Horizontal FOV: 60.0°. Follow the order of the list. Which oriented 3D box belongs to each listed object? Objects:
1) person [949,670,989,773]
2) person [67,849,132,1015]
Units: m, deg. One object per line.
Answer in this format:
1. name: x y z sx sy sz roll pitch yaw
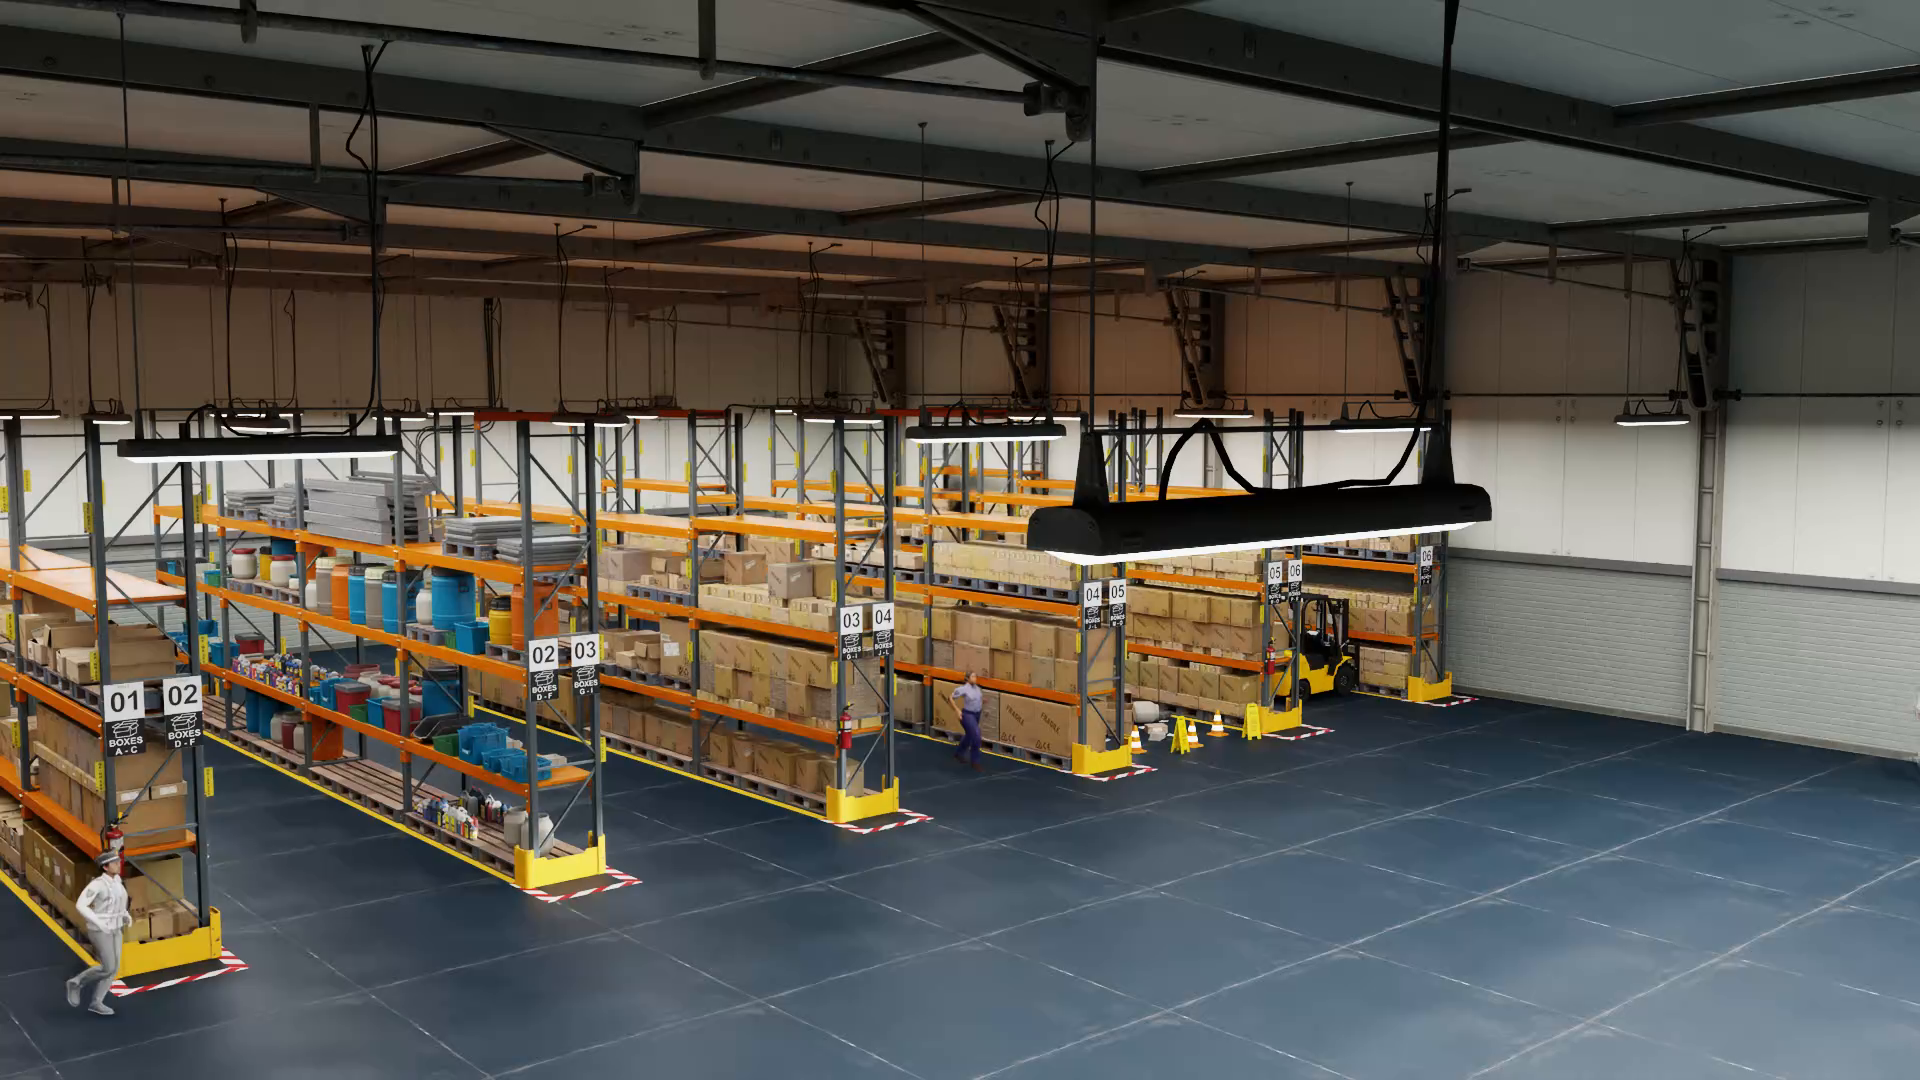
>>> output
1. person: 0.159 3.048 28.090 0.767 1.710 0.580 3 6 32
2. person: -8.867 4.017 17.181 0.547 1.653 0.660 0 5 5
